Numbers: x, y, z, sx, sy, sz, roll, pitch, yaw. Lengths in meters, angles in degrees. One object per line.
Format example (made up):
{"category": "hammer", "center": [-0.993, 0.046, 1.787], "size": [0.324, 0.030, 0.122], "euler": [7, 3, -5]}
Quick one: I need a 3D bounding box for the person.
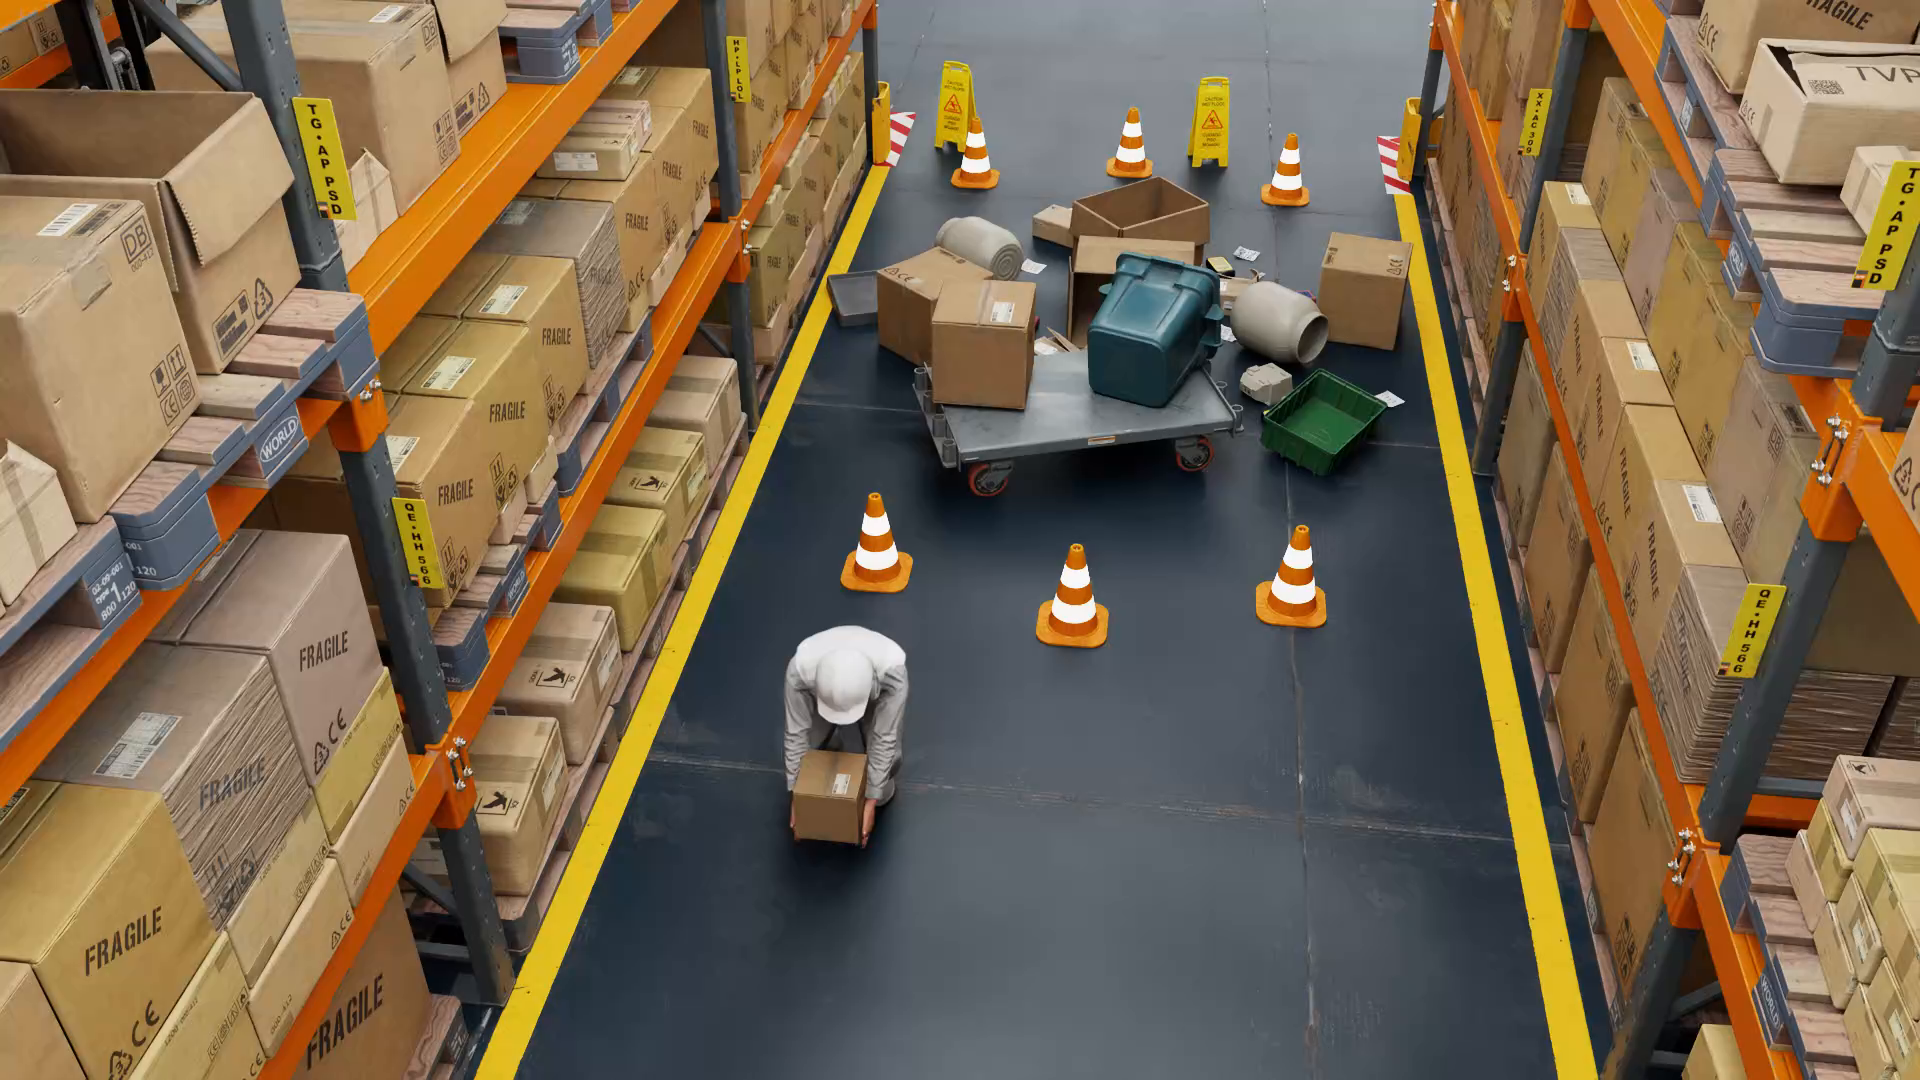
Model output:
{"category": "person", "center": [-0.460, 0.680, 6.742], "size": [0.526, 1.010, 0.873], "euler": [4, 36, 6]}
